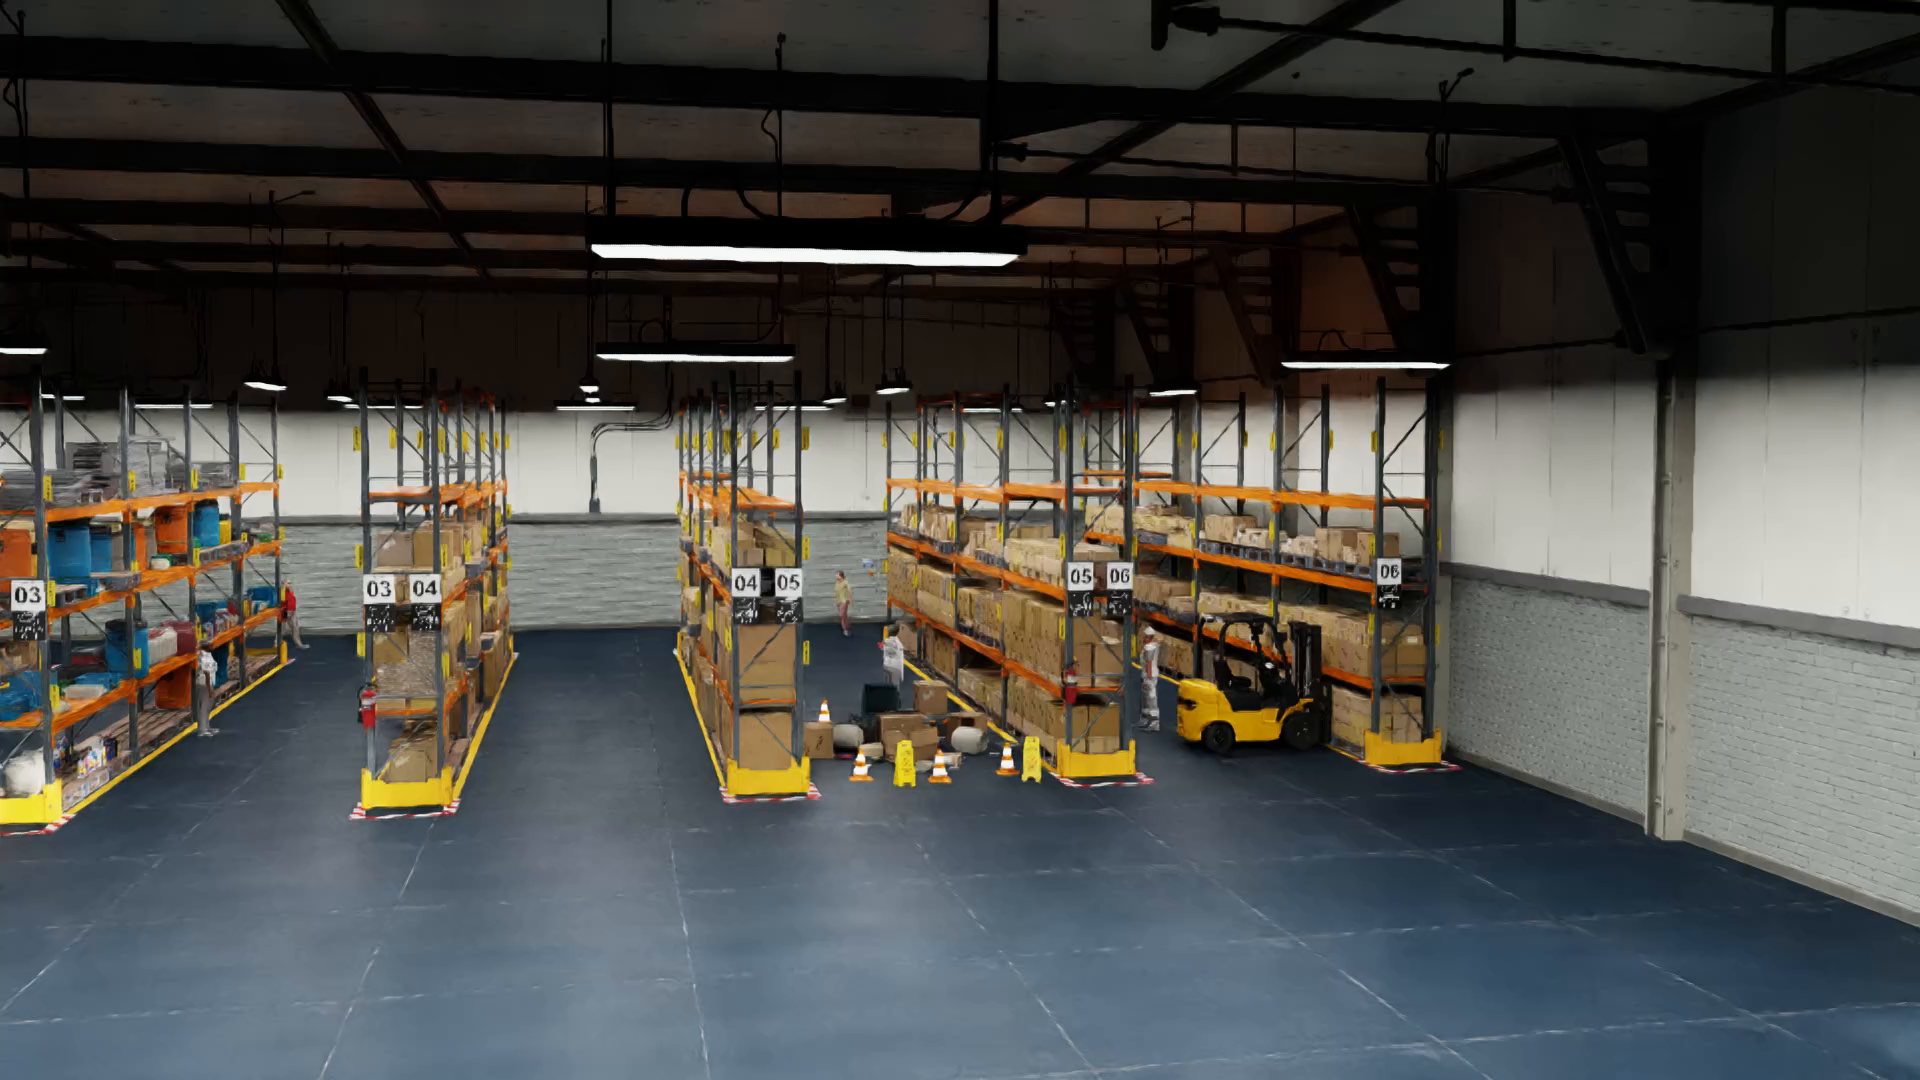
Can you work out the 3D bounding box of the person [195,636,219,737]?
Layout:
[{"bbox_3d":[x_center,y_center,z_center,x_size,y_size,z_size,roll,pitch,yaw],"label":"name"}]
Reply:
[{"bbox_3d":[-12.760,2.469,28.182,0.371,1.682,0.581,-2,4,-31],"label":"person"}]

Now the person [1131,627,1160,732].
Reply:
[{"bbox_3d":[3.201,2.386,28.743,0.540,1.786,0.658,1,3,13],"label":"person"}]

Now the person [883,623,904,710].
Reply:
[{"bbox_3d":[-1.176,2.352,30.194,0.431,1.684,0.555,-3,5,-42],"label":"person"}]

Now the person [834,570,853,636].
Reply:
[{"bbox_3d":[-2.997,1.613,42.987,0.562,1.676,0.490,3,5,41],"label":"person"}]

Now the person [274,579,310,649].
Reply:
[{"bbox_3d":[-16.027,1.771,39.680,0.587,1.716,0.769,2,4,26],"label":"person"}]
